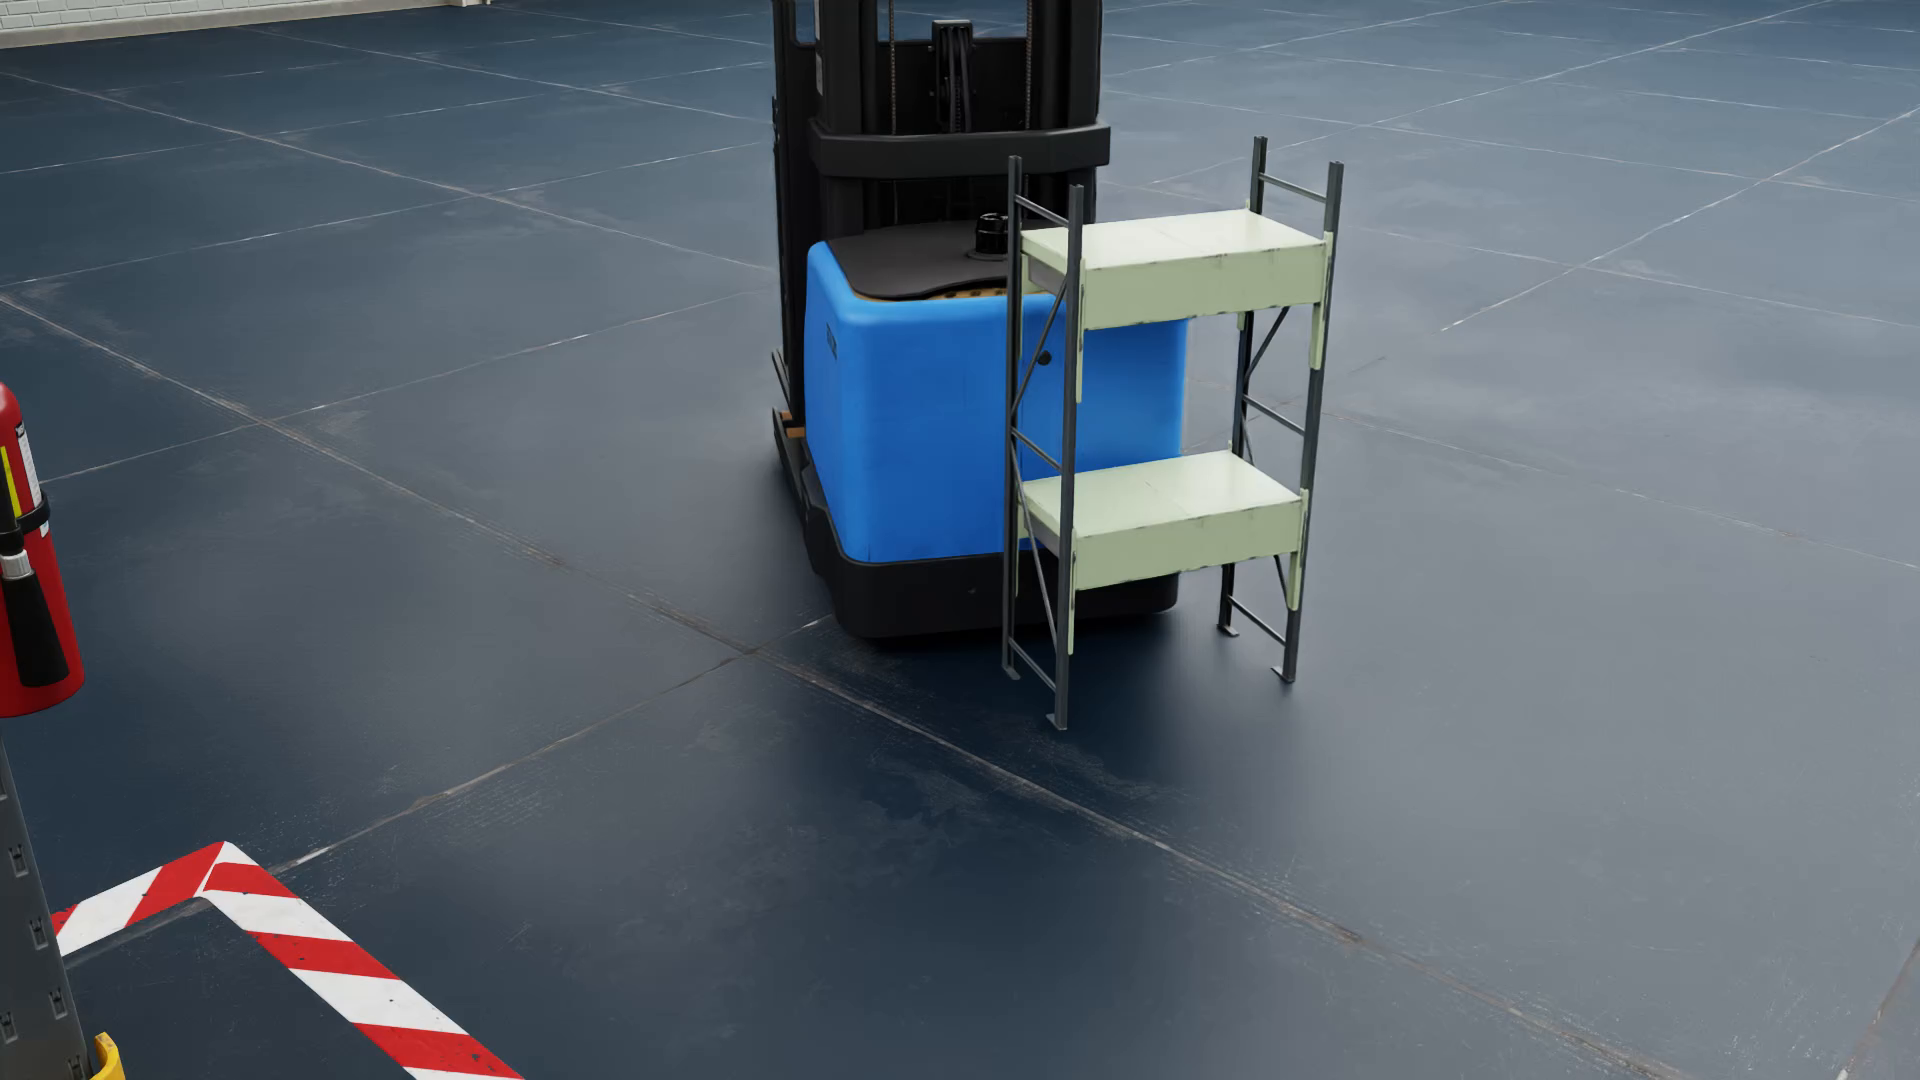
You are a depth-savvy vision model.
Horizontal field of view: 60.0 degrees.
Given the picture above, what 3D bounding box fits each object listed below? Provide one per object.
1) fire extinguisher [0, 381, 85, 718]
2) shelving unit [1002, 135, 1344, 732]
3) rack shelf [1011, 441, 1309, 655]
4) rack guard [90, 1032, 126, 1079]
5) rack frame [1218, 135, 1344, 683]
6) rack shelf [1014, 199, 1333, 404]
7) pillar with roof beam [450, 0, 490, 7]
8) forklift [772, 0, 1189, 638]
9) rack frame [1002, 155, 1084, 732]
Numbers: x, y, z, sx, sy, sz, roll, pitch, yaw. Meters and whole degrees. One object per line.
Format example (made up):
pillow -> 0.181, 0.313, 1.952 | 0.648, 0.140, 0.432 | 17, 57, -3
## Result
fire extinguisher -> -1.403, -0.079, 2.354 | 0.296, 0.674, 0.183 | 20, 31, 38
shelving unit -> 0.549, -0.289, 4.560 | 0.755, 1.500, 0.431 | -9, 26, -20
rack shelf -> 0.549, 0.008, 4.694 | 0.720, 0.370, 0.431 | -9, 26, -20
rack guard -> -1.873, 0.959, 3.001 | 1.175, 0.500, 0.348 | 20, 31, 38
rack frame -> 0.888, -0.346, 4.686 | 0.023, 1.500, 0.400 | -9, 26, -20
rack shelf -> 0.549, -0.645, 4.400 | 0.720, 0.370, 0.431 | -9, 26, -20
pillar with roof beam -> -2.822, -9.517, 15.977 | 9.100, 9.000, 0.400 | 20, 31, 38
forklift -> -0.119, -1.622, 5.786 | 1.130, 2.935, 3.031 | -5, 25, -10
rack frame -> 0.210, -0.233, 4.435 | 0.023, 1.500, 0.400 | -9, 26, -20
